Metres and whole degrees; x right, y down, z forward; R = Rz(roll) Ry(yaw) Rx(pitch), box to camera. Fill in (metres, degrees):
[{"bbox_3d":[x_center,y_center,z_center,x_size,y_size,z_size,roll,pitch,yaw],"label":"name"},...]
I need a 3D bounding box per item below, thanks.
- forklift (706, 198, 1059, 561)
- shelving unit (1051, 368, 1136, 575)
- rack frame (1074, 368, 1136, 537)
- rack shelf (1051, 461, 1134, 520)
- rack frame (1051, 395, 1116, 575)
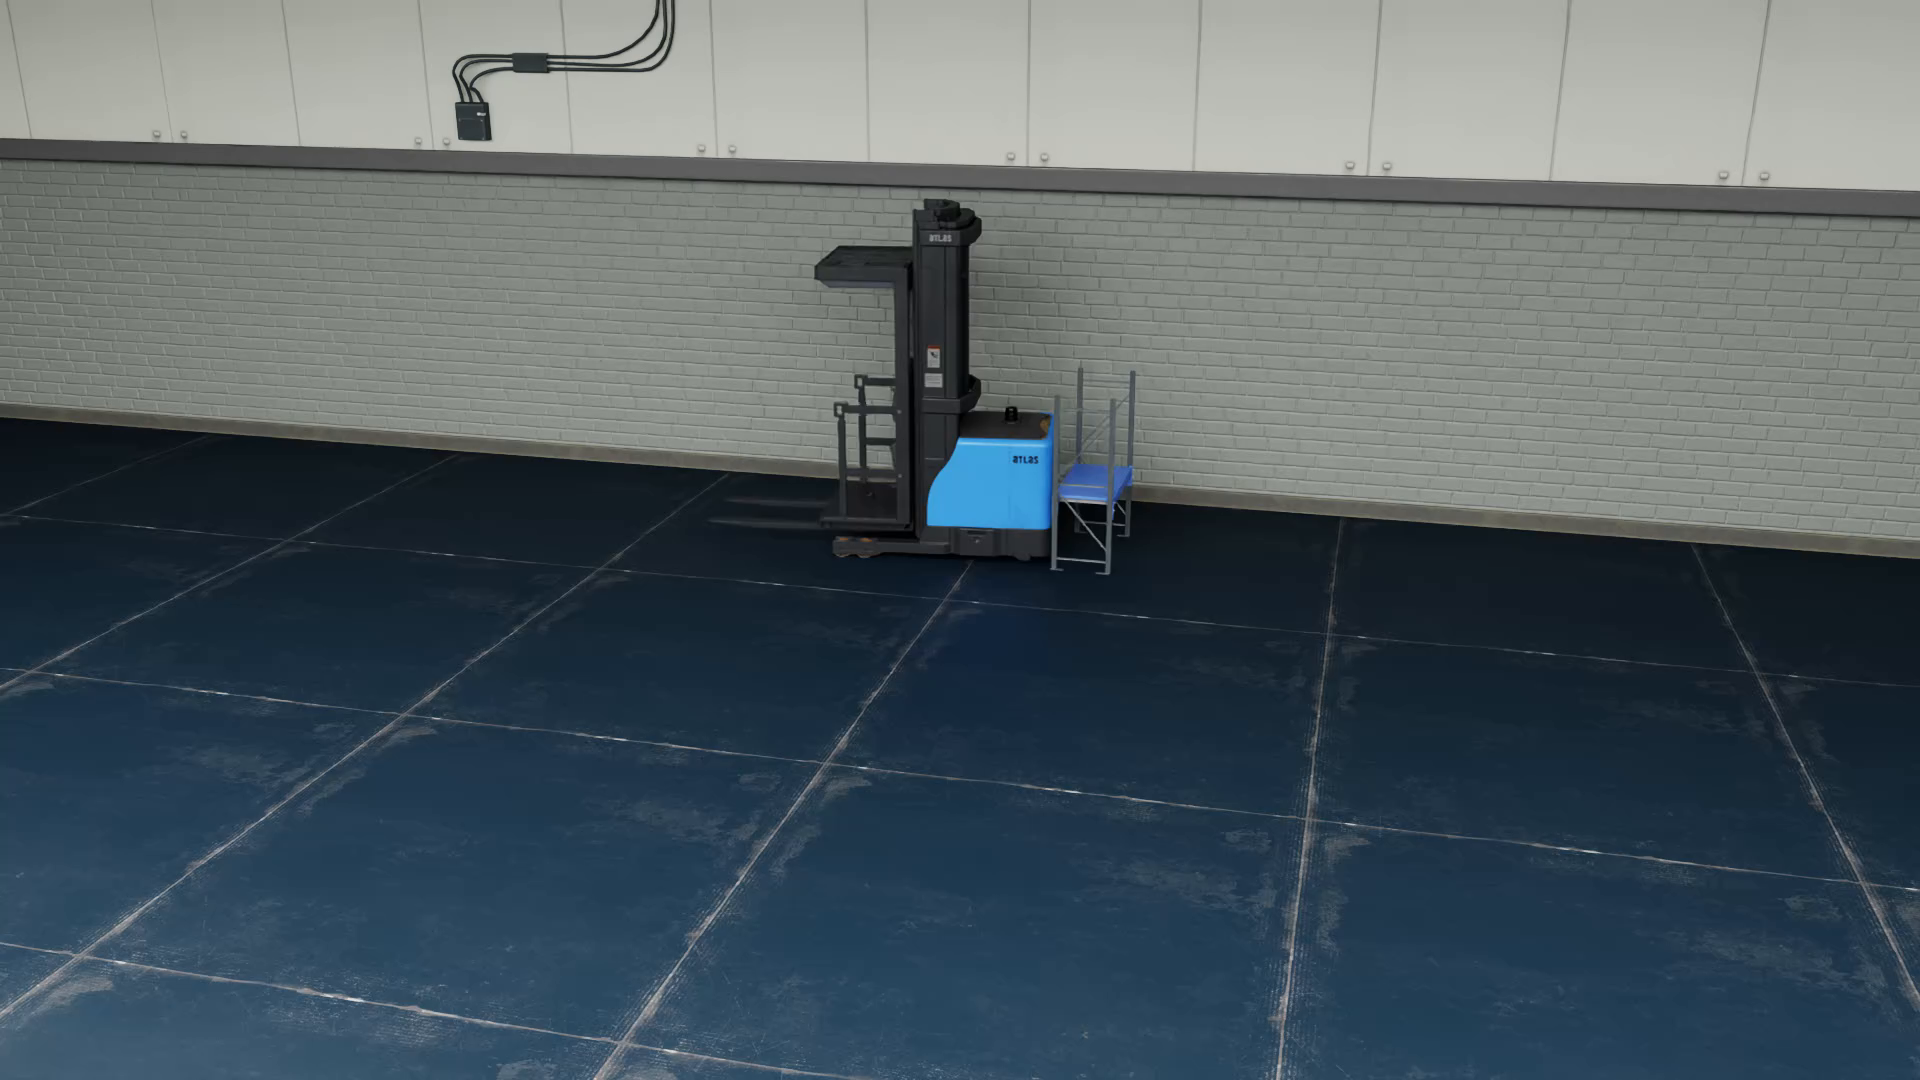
[{"bbox_3d":[-0.670,-1.397,14.243,3.031,2.935,1.130,2,19,6],"label":"forklift"},{"bbox_3d":[1.138,-0.601,14.128,0.538,1.500,1.048,5,19,14],"label":"shelving unit"},{"bbox_3d":[1.266,-0.761,14.594,0.500,1.500,0.032,5,19,14],"label":"rack frame"},{"bbox_3d":[1.138,-0.431,14.186,0.538,0.185,1.000,5,19,14],"label":"rack shelf"},{"bbox_3d":[1.011,-0.442,13.663,0.500,1.500,0.032,5,19,14],"label":"rack frame"}]
